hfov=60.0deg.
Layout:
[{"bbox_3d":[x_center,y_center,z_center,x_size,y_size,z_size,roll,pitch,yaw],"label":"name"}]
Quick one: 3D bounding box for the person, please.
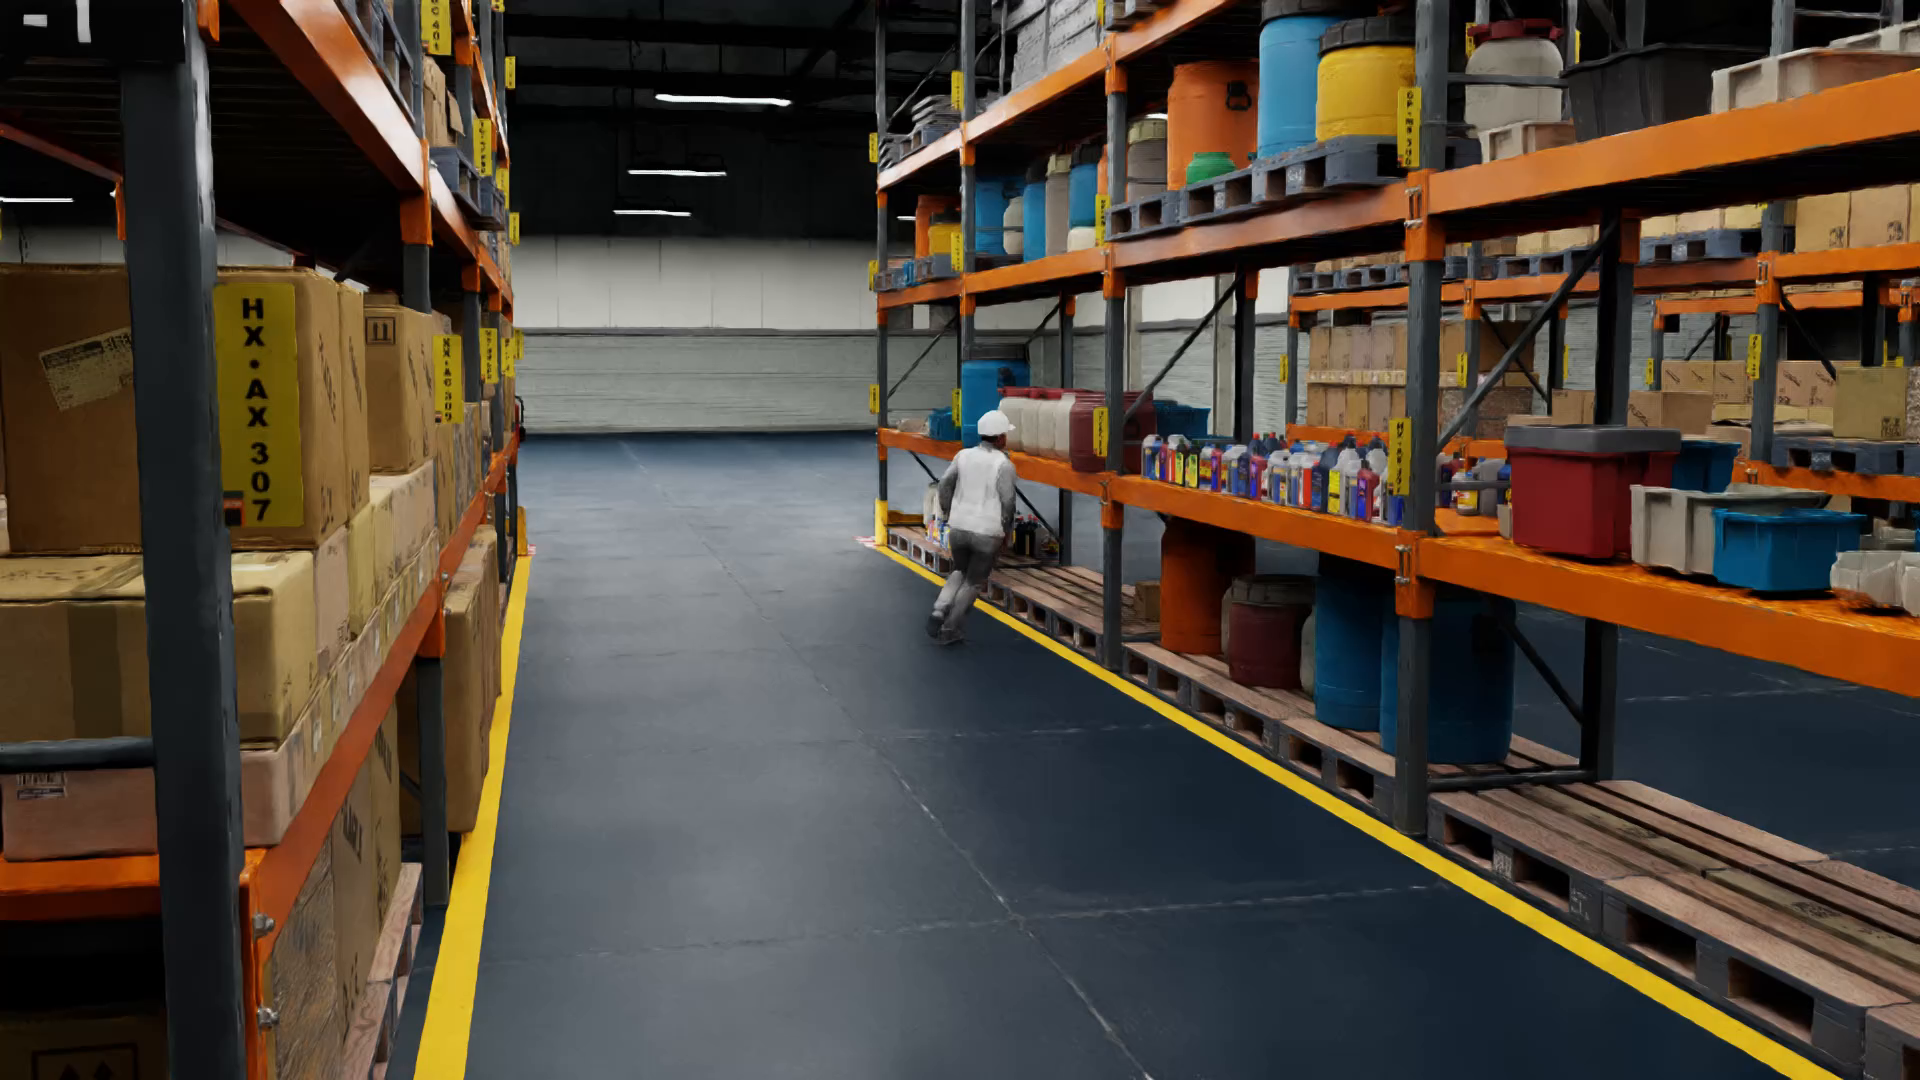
[{"bbox_3d":[0.119,-0.092,12.014,0.702,1.698,0.483,3,7,24],"label":"person"}]
